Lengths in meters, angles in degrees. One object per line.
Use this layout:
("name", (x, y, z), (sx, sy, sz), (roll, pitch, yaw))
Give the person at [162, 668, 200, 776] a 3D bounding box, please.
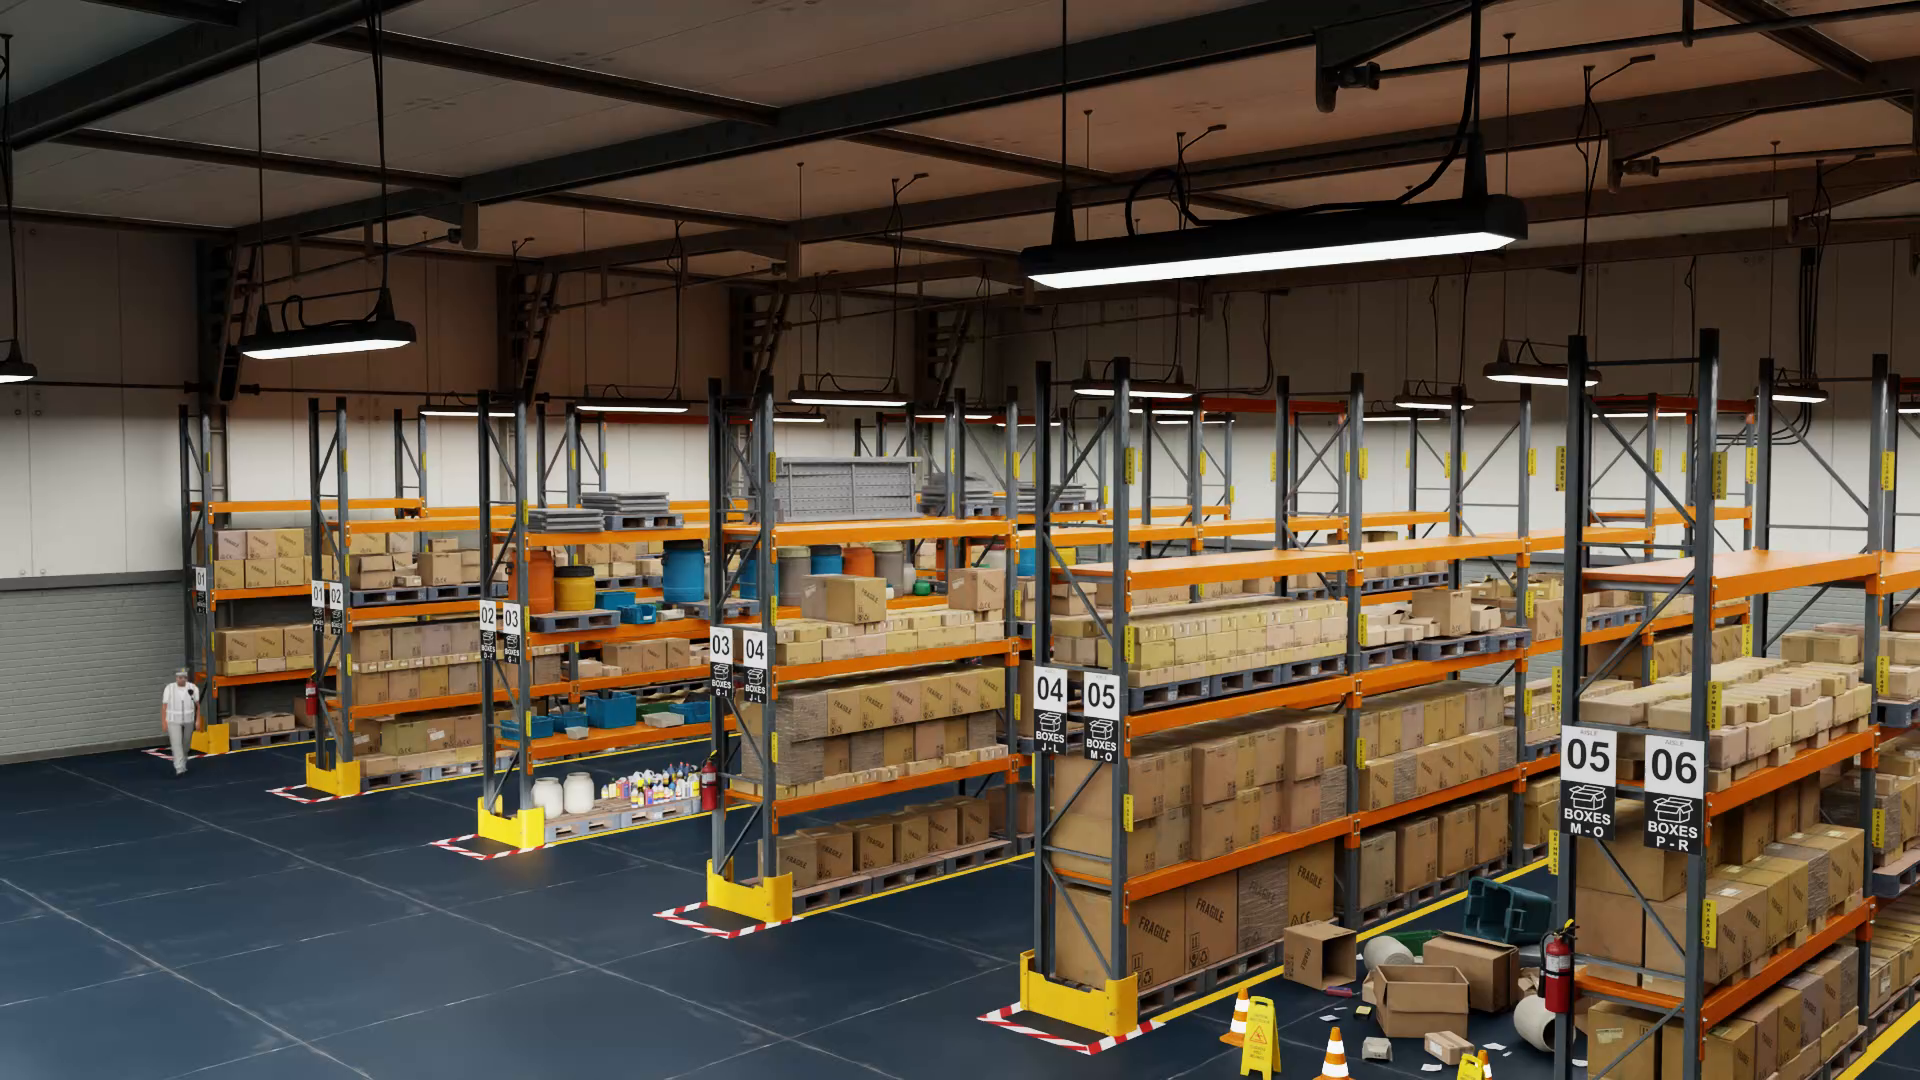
("person", (-12.454, 2.903, 26.643), (0.549, 1.726, 0.936), (-2, 4, -38))
